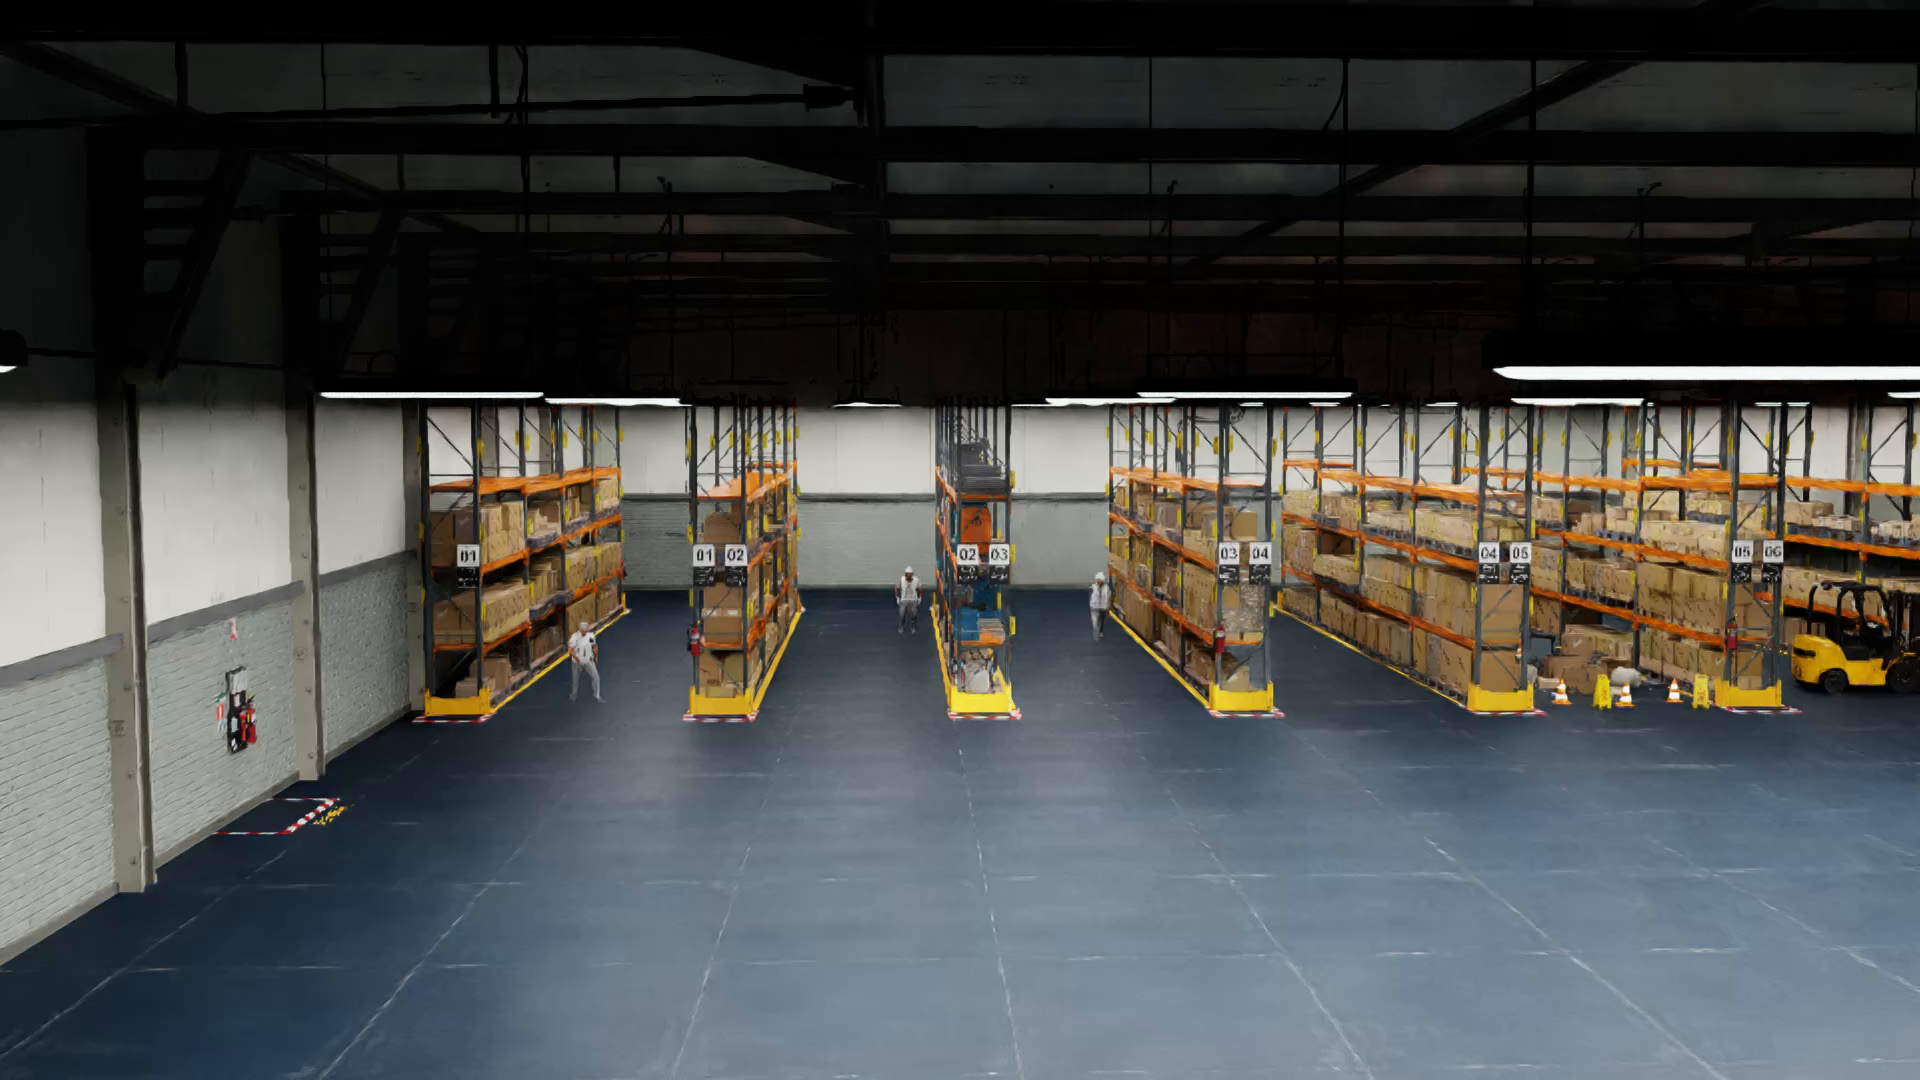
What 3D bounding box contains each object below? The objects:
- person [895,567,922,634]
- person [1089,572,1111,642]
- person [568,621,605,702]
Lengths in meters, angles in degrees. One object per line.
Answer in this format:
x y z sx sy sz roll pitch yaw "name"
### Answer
-1.315 1.536 42.313 0.690 1.735 0.549 0 5 -3 "person"
3.460 1.623 41.036 0.543 1.675 1.119 0 5 -4 "person"
-7.353 2.356 32.564 0.660 1.596 0.811 -2 5 -20 "person"
